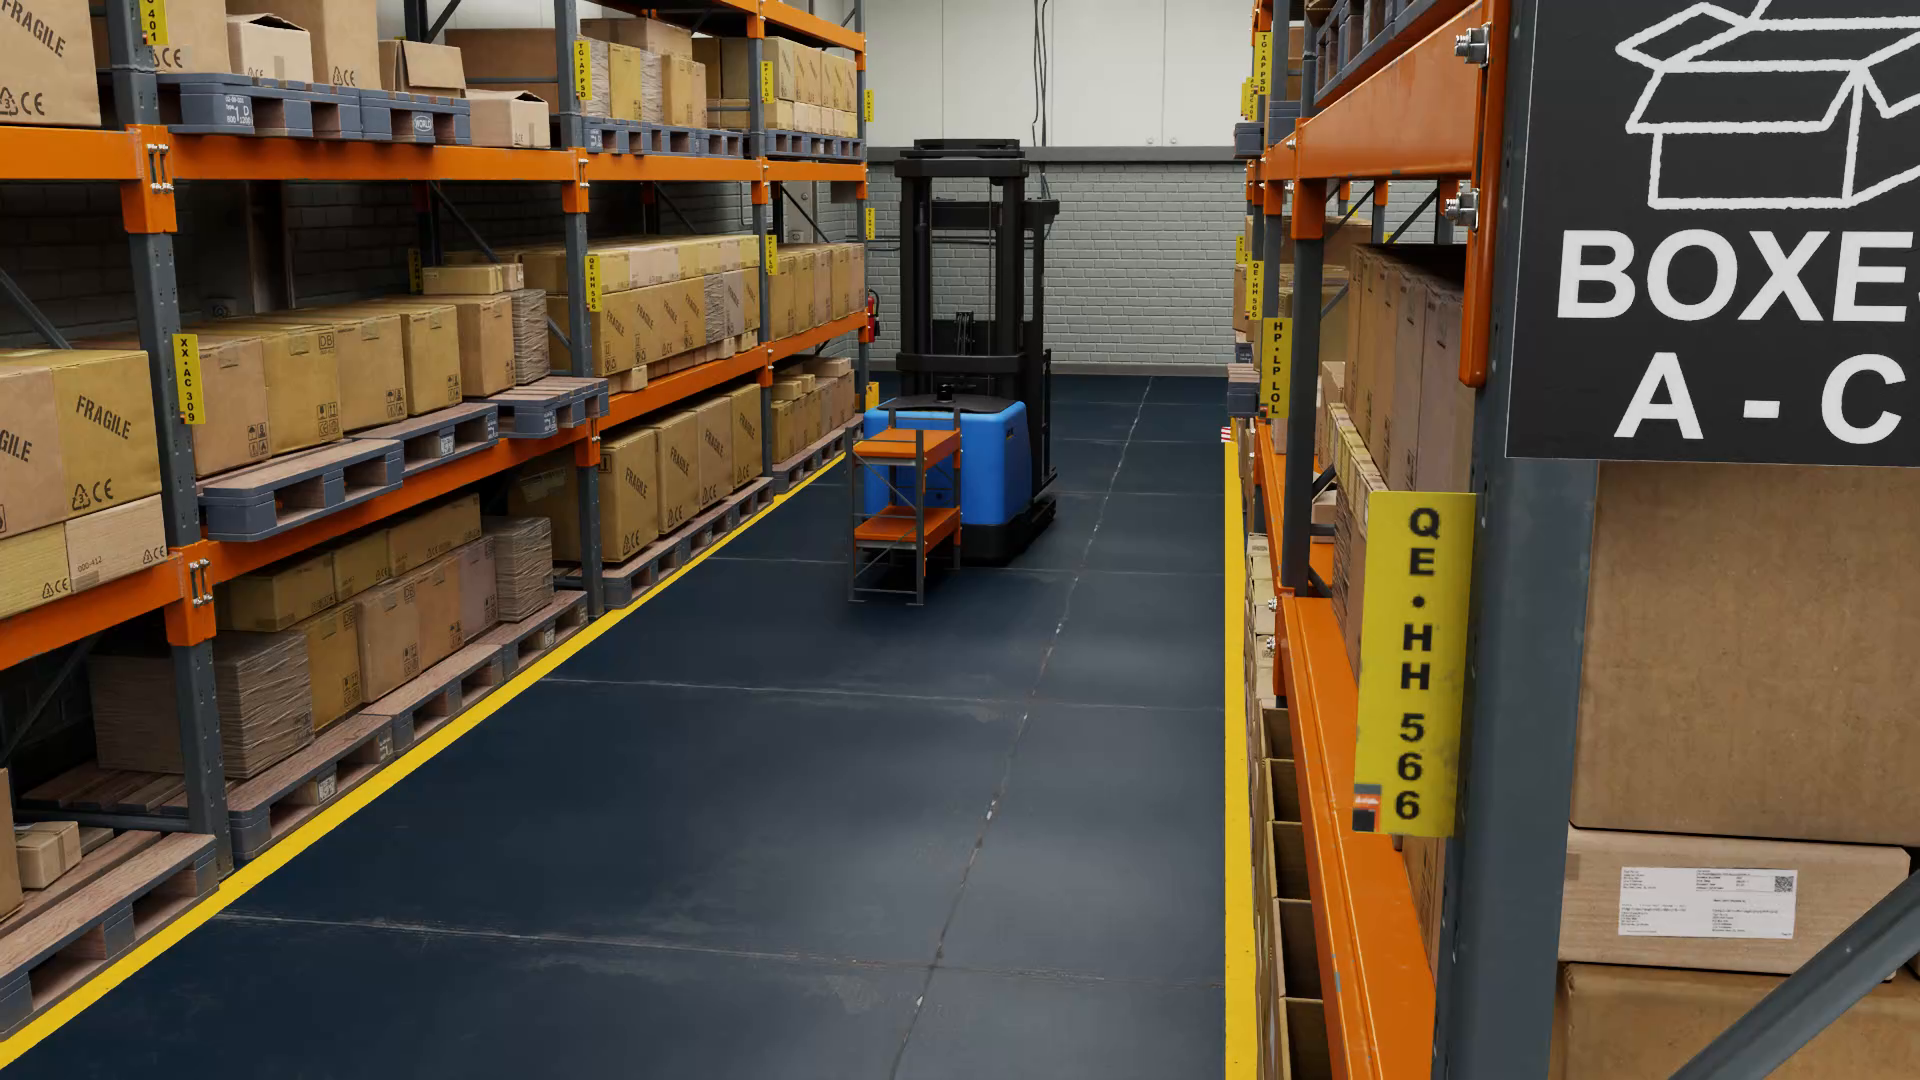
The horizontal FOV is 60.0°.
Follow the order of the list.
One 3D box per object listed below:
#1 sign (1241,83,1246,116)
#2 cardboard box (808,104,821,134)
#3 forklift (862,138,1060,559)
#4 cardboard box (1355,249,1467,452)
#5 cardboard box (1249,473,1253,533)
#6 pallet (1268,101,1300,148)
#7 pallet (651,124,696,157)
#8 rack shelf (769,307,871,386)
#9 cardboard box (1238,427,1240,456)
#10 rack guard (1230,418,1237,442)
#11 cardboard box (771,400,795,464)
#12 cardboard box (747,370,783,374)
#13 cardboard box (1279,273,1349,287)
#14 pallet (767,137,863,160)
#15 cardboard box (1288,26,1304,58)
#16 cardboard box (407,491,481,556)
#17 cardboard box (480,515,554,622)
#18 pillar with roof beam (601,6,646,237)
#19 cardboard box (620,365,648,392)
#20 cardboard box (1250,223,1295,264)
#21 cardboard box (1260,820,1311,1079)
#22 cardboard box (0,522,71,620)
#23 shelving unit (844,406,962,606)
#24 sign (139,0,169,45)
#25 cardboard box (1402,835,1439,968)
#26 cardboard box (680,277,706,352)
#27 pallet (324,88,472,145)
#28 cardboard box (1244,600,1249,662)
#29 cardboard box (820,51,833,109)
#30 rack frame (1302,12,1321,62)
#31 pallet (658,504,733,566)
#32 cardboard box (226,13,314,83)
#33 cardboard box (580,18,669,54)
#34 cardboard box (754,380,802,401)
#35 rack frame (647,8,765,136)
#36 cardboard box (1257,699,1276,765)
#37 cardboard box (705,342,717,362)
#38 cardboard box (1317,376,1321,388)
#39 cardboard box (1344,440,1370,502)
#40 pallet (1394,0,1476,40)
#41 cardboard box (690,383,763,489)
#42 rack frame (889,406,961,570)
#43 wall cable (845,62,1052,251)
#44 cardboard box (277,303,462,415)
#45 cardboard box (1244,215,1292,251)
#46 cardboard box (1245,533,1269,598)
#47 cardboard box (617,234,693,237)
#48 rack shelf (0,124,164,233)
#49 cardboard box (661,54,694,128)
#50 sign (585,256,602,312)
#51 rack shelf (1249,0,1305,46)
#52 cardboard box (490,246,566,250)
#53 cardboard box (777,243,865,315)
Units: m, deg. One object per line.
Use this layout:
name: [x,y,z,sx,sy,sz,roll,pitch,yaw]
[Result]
sign: [2.876,-4.423,16.702,0.100,0.325,0.005,2,12,9]
cardboard box: [-1.567,-3.834,15.166,0.500,0.250,0.500,2,12,7]
forklift: [0.145,-1.562,12.783,1.130,2.935,3.031,3,12,13]
cardboard box: [1.428,-0.499,4.372,0.700,0.500,0.500,2,12,9]
cardboard box: [2.174,-0.150,10.957,0.500,0.500,0.500,1,12,7]
pallet: [2.166,-2.076,8.336,1.213,0.211,1.003,2,12,11]
pallet: [-2.498,-2.749,11.457,1.003,0.211,1.213,2,12,11]
rack shelf: [-1.791,-1.904,15.914,1.077,0.370,4.000,2,12,9]
cardboard box: [2.720,-0.864,14.719,0.500,0.311,0.500,2,12,9]
rack guard: [3.401,-1.274,17.219,1.175,0.500,0.348,2,12,9]
cardboard box: [-1.882,-0.975,14.832,0.700,0.500,0.500,2,12,9]
cardboard box: [-1.903,-1.539,15.911,0.380,0.149,0.250,2,12,8]
cardboard box: [2.586,-1.564,11.394,0.700,0.500,0.500,-1,12,-6]
pallet: [-1.587,-3.940,16.745,1.003,0.211,1.213,2,12,9]
cardboard box: [2.444,-3.068,11.019,0.600,0.600,0.600,1,12,6]
cardboard box: [-2.922,-0.098,8.936,0.500,0.250,0.500,2,12,10]
cardboard box: [-2.773,0.152,9.556,0.700,0.500,0.500,2,12,9]
pillar with roof beam: [1.408,-4.806,13.433,9.100,9.000,0.400,2,12,9]
cardboard box: [-2.262,-1.059,10.836,0.380,0.149,0.250,2,12,10]
cardboard box: [2.619,-2.330,13.576,0.500,0.500,0.500,2,12,9]
cardboard box: [1.032,1.053,4.237,0.500,0.500,0.500,2,12,9]
cardboard box: [-3.187,0.102,5.209,0.500,0.250,0.500,2,12,9]
shelving unit: [-0.358,-0.252,10.993,0.538,1.125,1.048,3,12,13]
sign: [-2.791,-1.877,5.734,0.100,0.325,0.005,2,12,9]
cardboard box: [1.194,0.461,2.999,0.700,0.500,0.500,2,12,9]
cardboard box: [-2.146,-1.624,11.917,0.500,0.500,0.500,2,12,10]
pallet: [-2.972,-1.889,7.465,1.213,0.211,1.003,2,12,9]
cardboard box: [1.735,0.497,8.599,0.500,0.250,0.500,2,12,7]
cardboard box: [-1.486,-4.311,15.601,0.500,0.500,0.500,1,12,6]
rack frame: [1.567,-2.946,4.805,1.000,3.000,0.127,2,12,9]
pallet: [-2.328,-0.058,12.261,1.003,0.211,1.213,2,12,9]
cardboard box: [-3.071,-2.041,6.939,0.500,0.311,0.500,2,12,10]
cardboard box: [-2.433,-3.641,12.088,0.500,0.250,0.500,1,12,7]
cardboard box: [-1.649,-1.357,15.067,0.380,0.149,0.250,2,12,11]
rack frame: [-2.098,-4.772,13.274,1.000,3.000,0.127,2,12,9]
cardboard box: [1.346,0.757,6.058,0.500,0.311,0.500,2,12,9]
cardboard box: [-2.056,-1.435,12.580,0.380,0.149,0.250,2,12,9]
cardboard box: [2.083,-0.729,8.966,0.500,0.311,0.500,3,12,12]
cardboard box: [1.219,-0.169,4.383,0.380,0.149,0.250,2,12,8]
pallet: [1.086,-0.751,1.946,1.003,0.211,1.213,2,12,9]
cardboard box: [-2.070,-0.854,13.441,0.750,0.750,0.750,2,12,9]
rack frame: [-0.243,-0.356,11.476,0.500,1.125,0.032,3,12,13]
wall cable: [-0.260,-5.252,22.874,3.097,2.526,0.112,2,12,9]
cardboard box: [-2.946,-0.912,8.323,0.700,0.500,0.500,2,12,9]
cardboard box: [3.083,-2.966,16.524,0.500,0.500,0.500,2,12,10]
cardboard box: [1.811,0.118,9.026,0.500,0.311,0.500,2,12,11]
cardboard box: [-2.426,-2.322,13.378,0.500,0.250,0.500,2,12,10]
rack shelf: [-3.636,-0.872,4.007,1.077,0.370,4.000,2,12,9]
cardboard box: [-2.364,-3.272,12.152,0.700,0.500,0.500,2,12,8]
sign: [-2.176,-1.518,9.856,0.100,0.325,0.005,2,12,9]
rack shelf: [3.105,-4.675,14.541,1.077,0.370,4.000,2,12,9]
cardboard box: [-2.817,-1.787,10.896,0.500,0.250,0.500,1,12,7]
cardboard box: [-1.552,-2.712,17.244,0.980,0.700,0.700,2,12,11]
